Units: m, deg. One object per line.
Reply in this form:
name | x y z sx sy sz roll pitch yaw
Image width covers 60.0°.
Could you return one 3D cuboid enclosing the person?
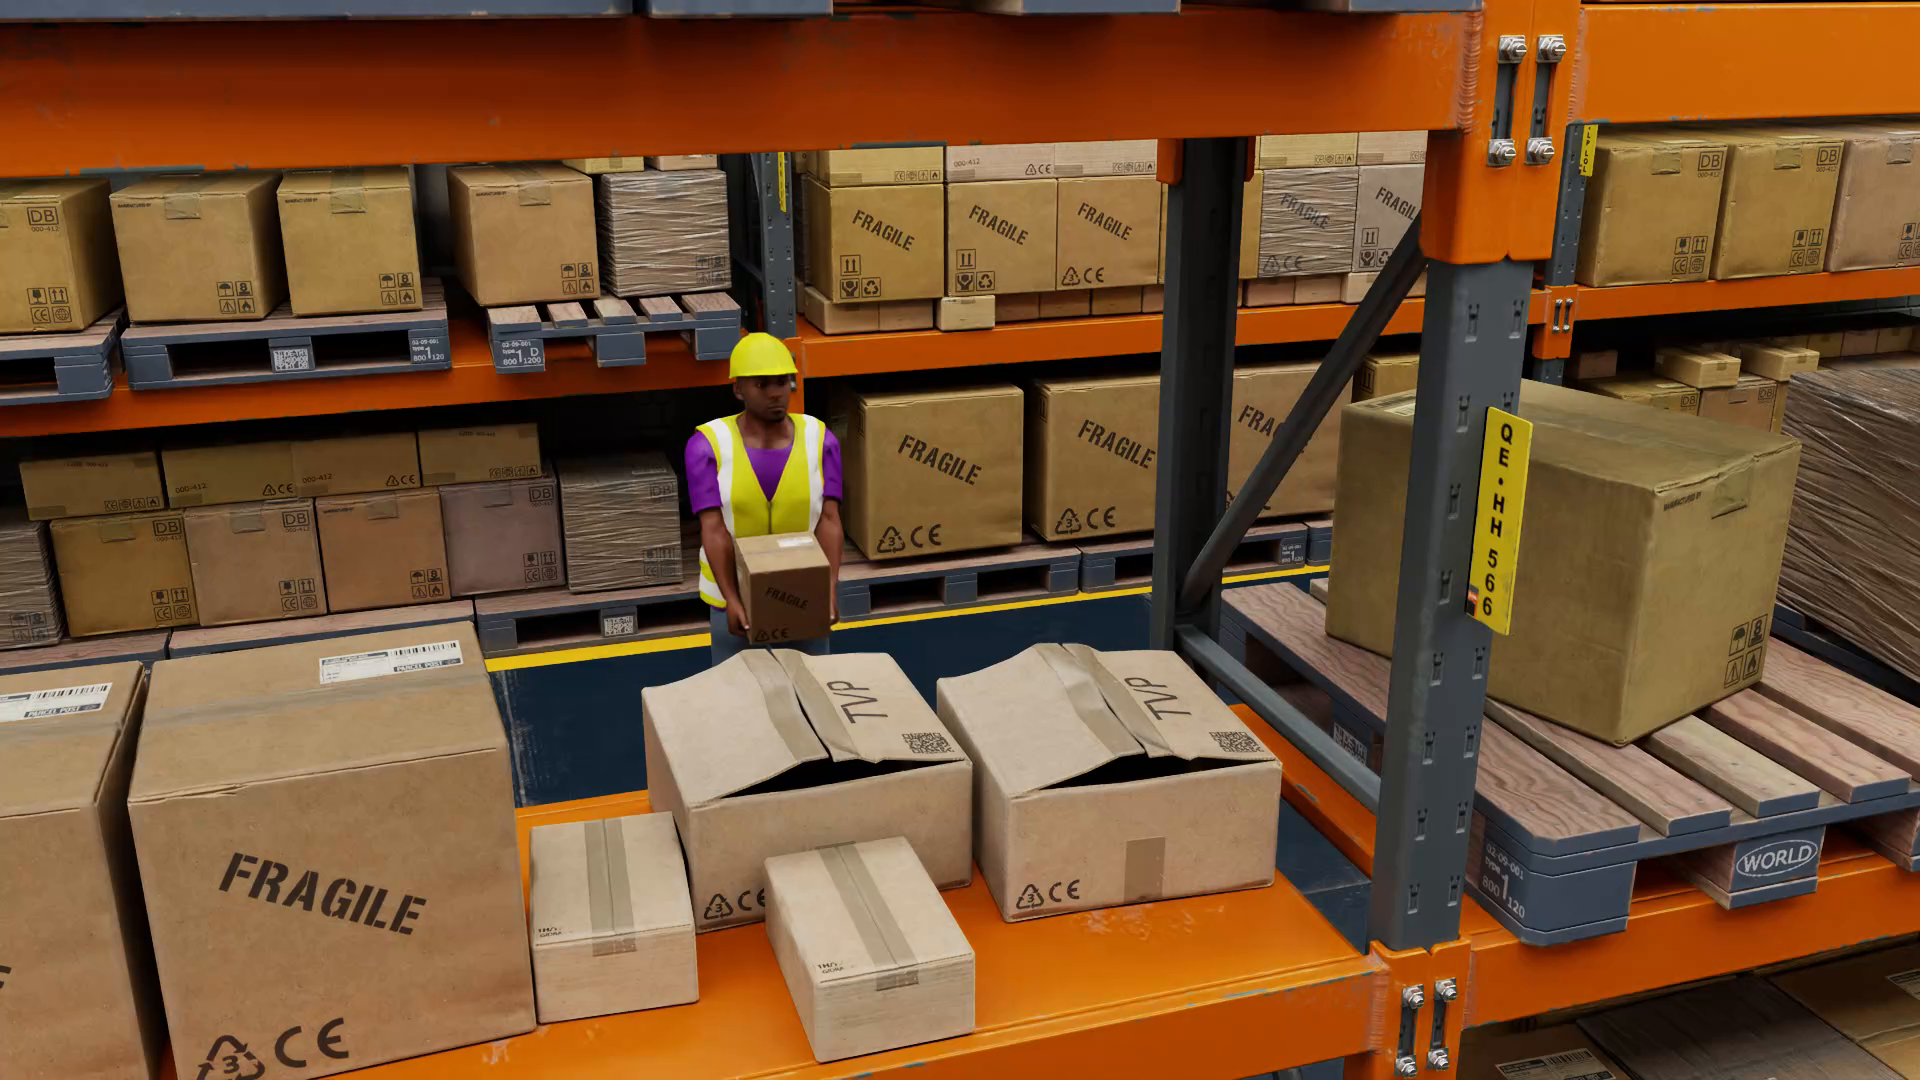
person | -0.590 0.228 5.376 0.504 1.761 0.578 -6 20 -16
